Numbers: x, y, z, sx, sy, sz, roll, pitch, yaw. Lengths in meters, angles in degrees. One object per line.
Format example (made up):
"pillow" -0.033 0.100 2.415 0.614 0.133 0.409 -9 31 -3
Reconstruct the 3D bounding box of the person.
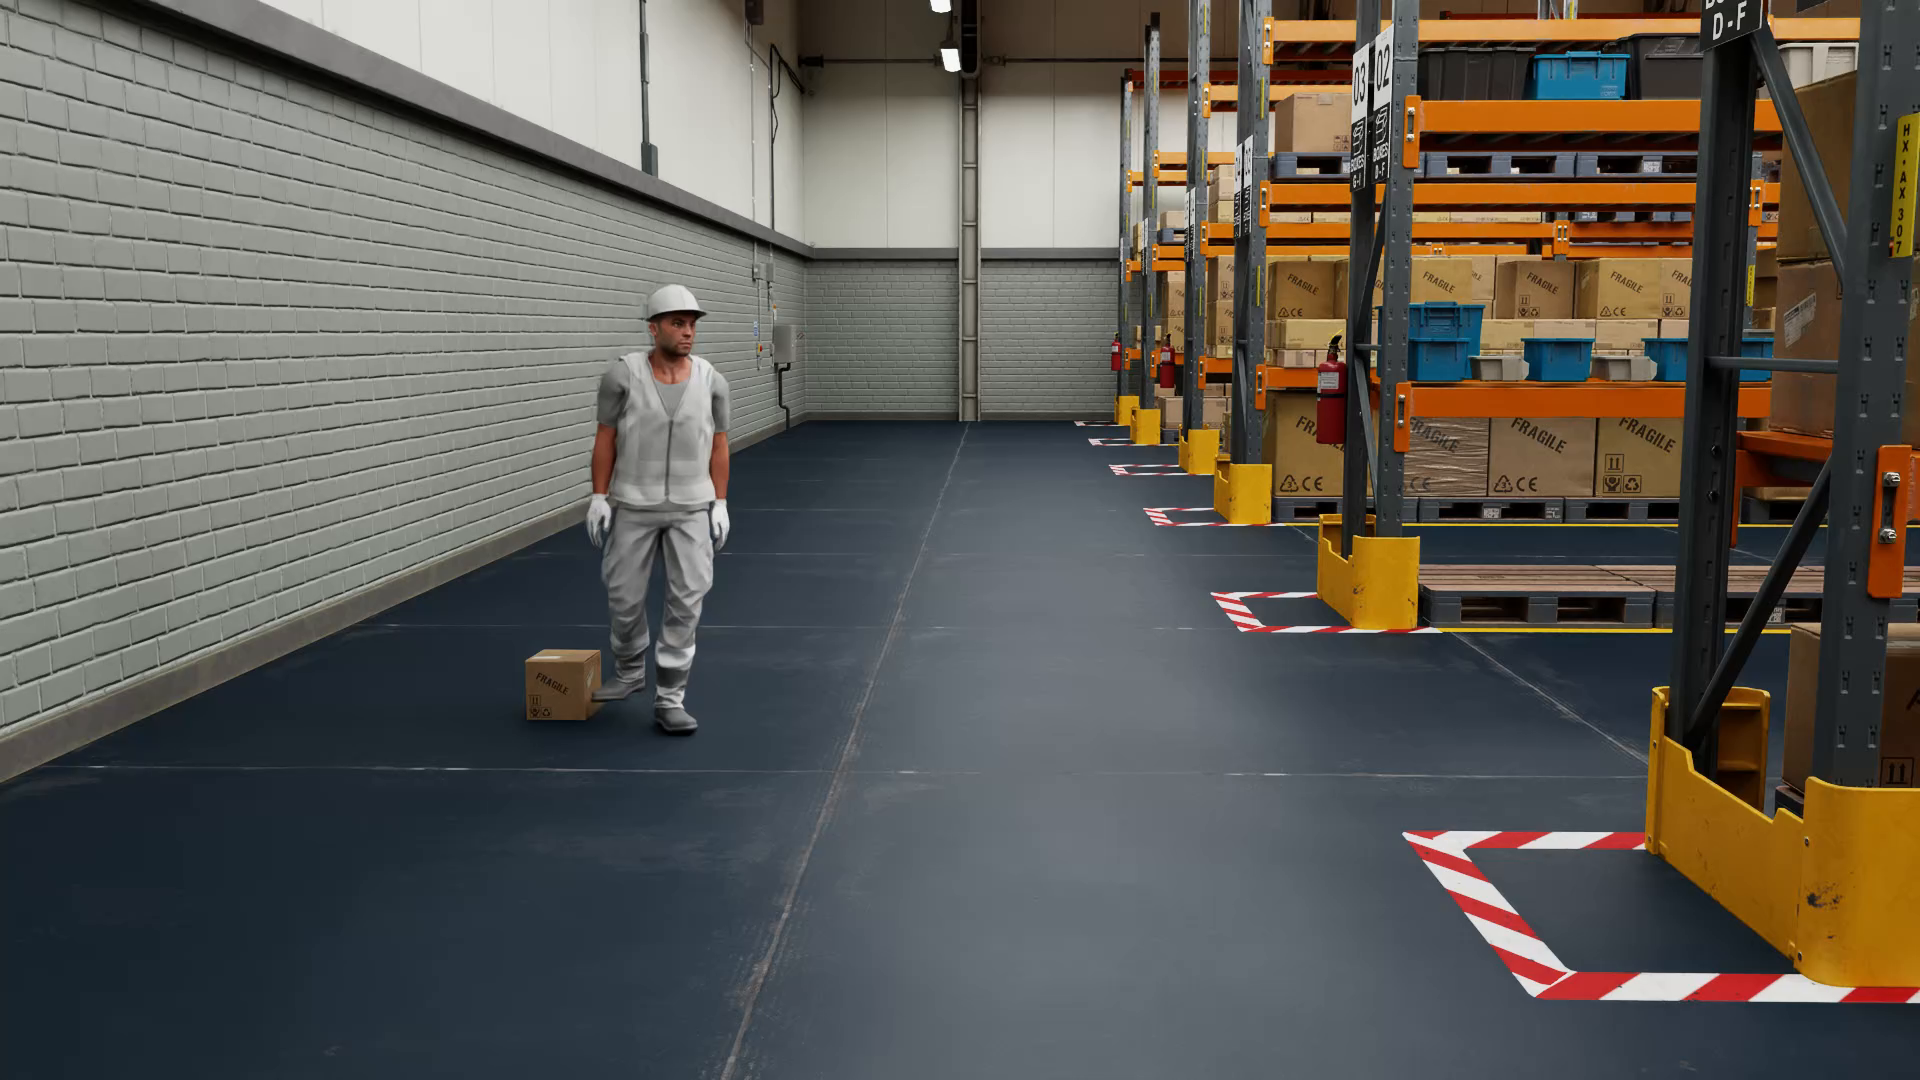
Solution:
"person" -1.217 -0.129 6.705 0.585 1.777 0.578 -2 7 -18
